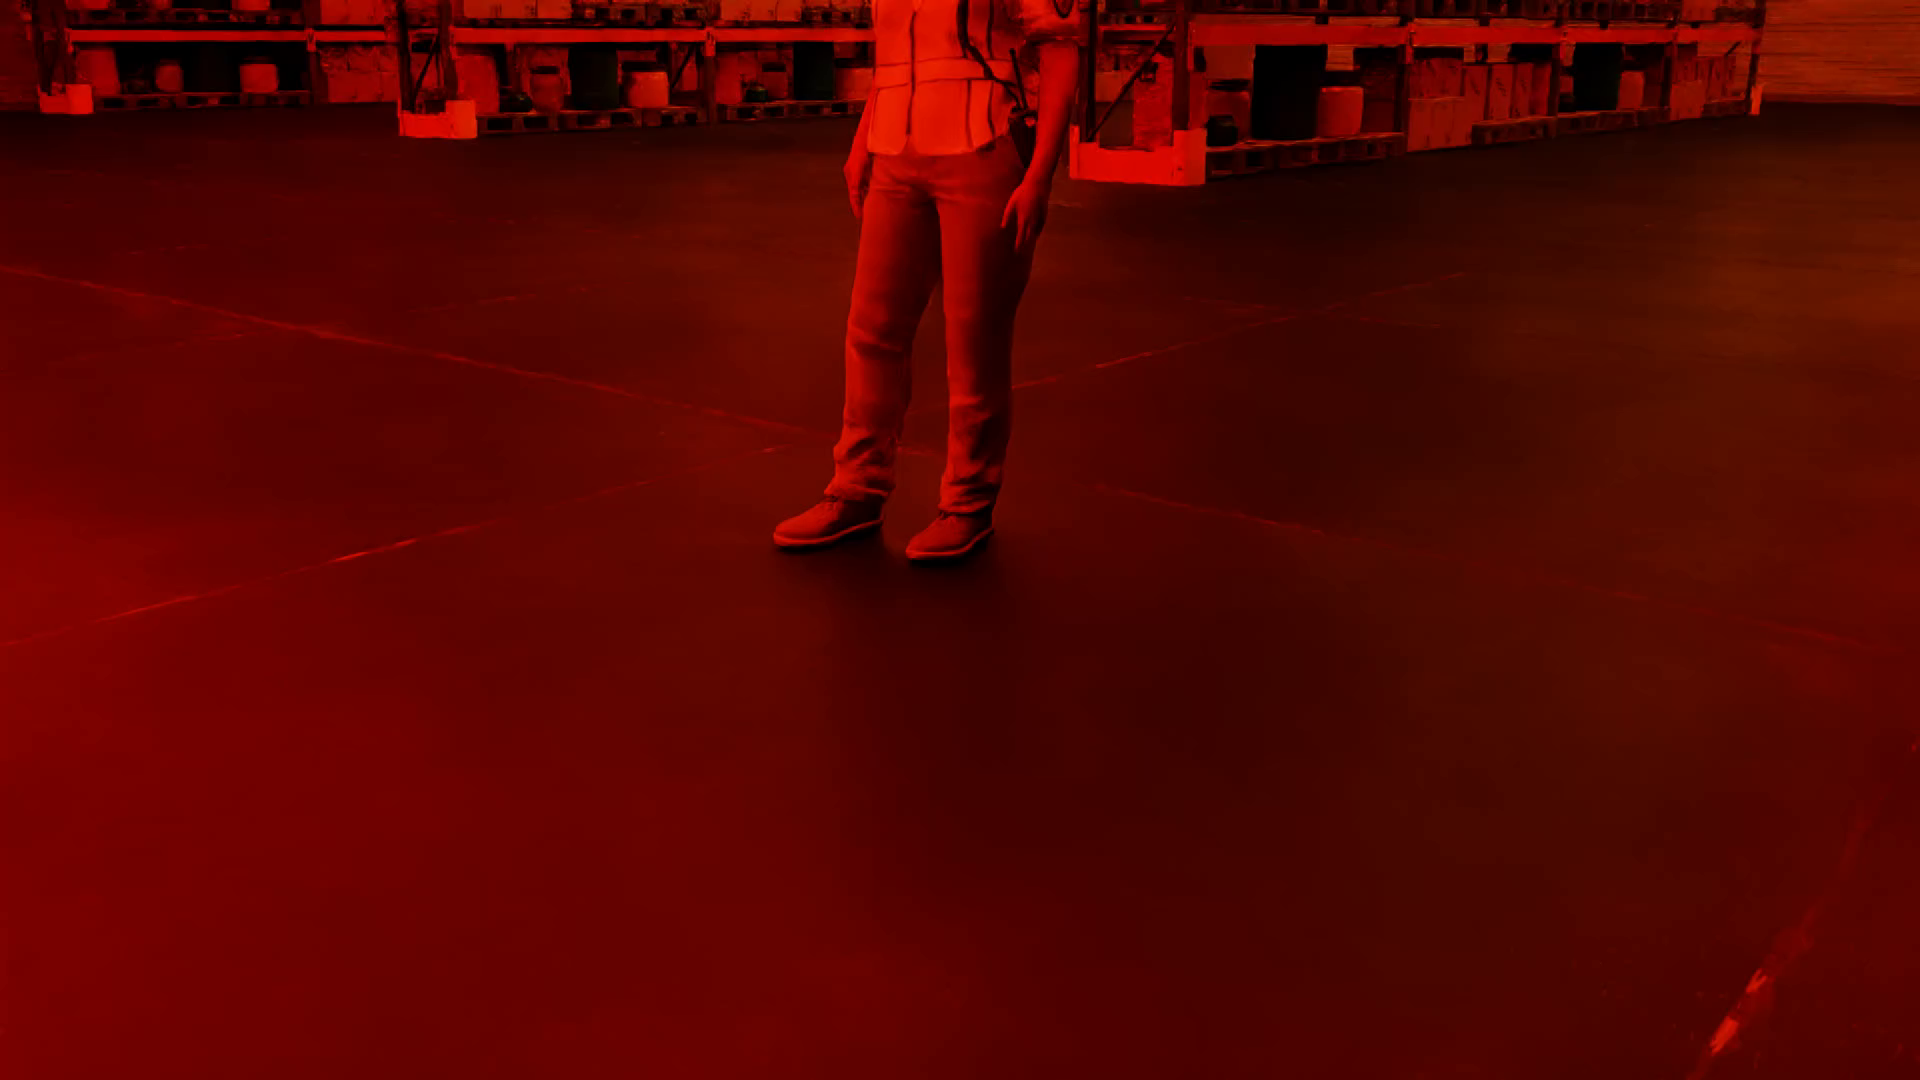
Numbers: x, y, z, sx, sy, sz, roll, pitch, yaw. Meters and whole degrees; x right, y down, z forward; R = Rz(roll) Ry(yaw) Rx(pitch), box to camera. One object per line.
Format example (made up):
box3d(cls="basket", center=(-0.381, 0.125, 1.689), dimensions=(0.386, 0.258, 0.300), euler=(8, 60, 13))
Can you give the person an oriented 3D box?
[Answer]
box3d(cls="person", center=(-0.066, -0.791, 3.655), dimensions=(0.598, 1.669, 0.529), euler=(13, 21, 37))
